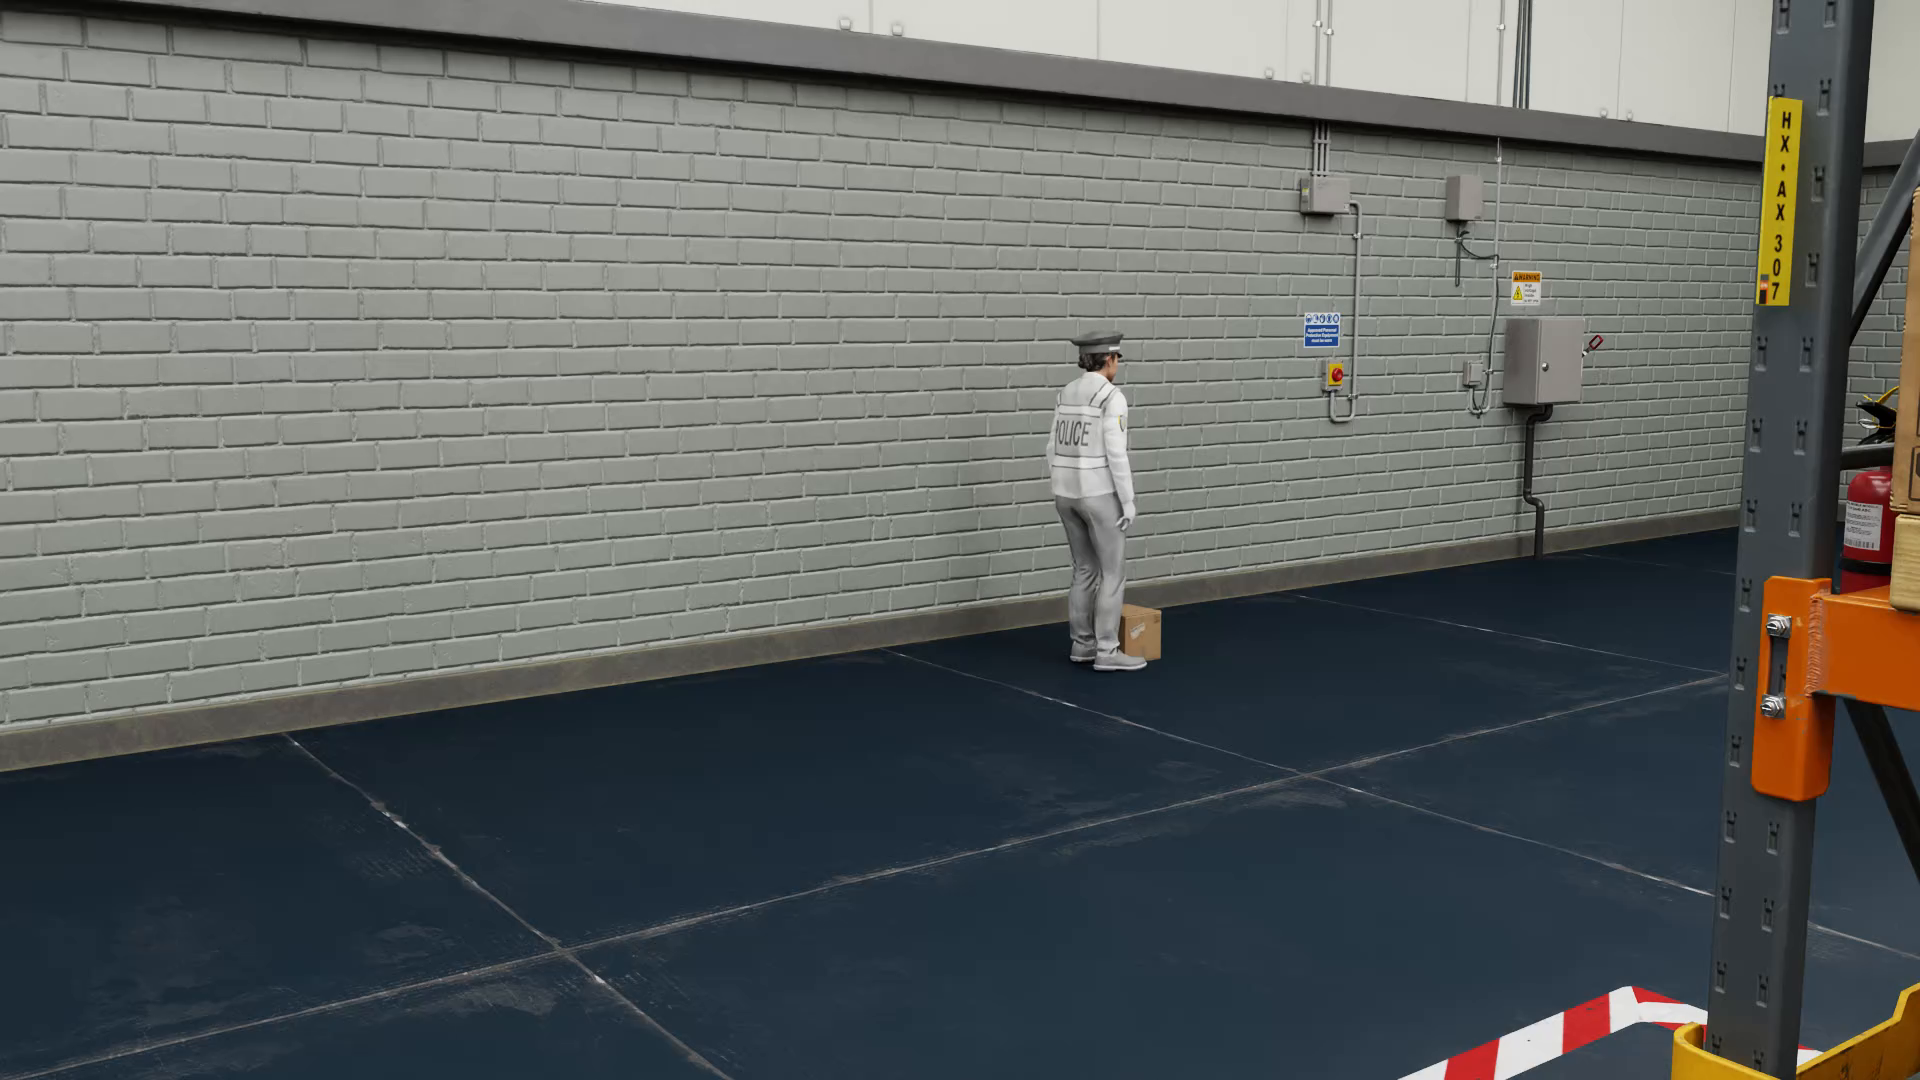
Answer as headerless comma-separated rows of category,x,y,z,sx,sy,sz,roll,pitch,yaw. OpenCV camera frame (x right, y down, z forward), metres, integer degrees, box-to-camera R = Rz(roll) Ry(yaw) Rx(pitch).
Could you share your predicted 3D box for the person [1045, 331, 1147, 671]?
person,0.672,-0.200,8.248,0.414,1.661,0.533,-6,10,-39
